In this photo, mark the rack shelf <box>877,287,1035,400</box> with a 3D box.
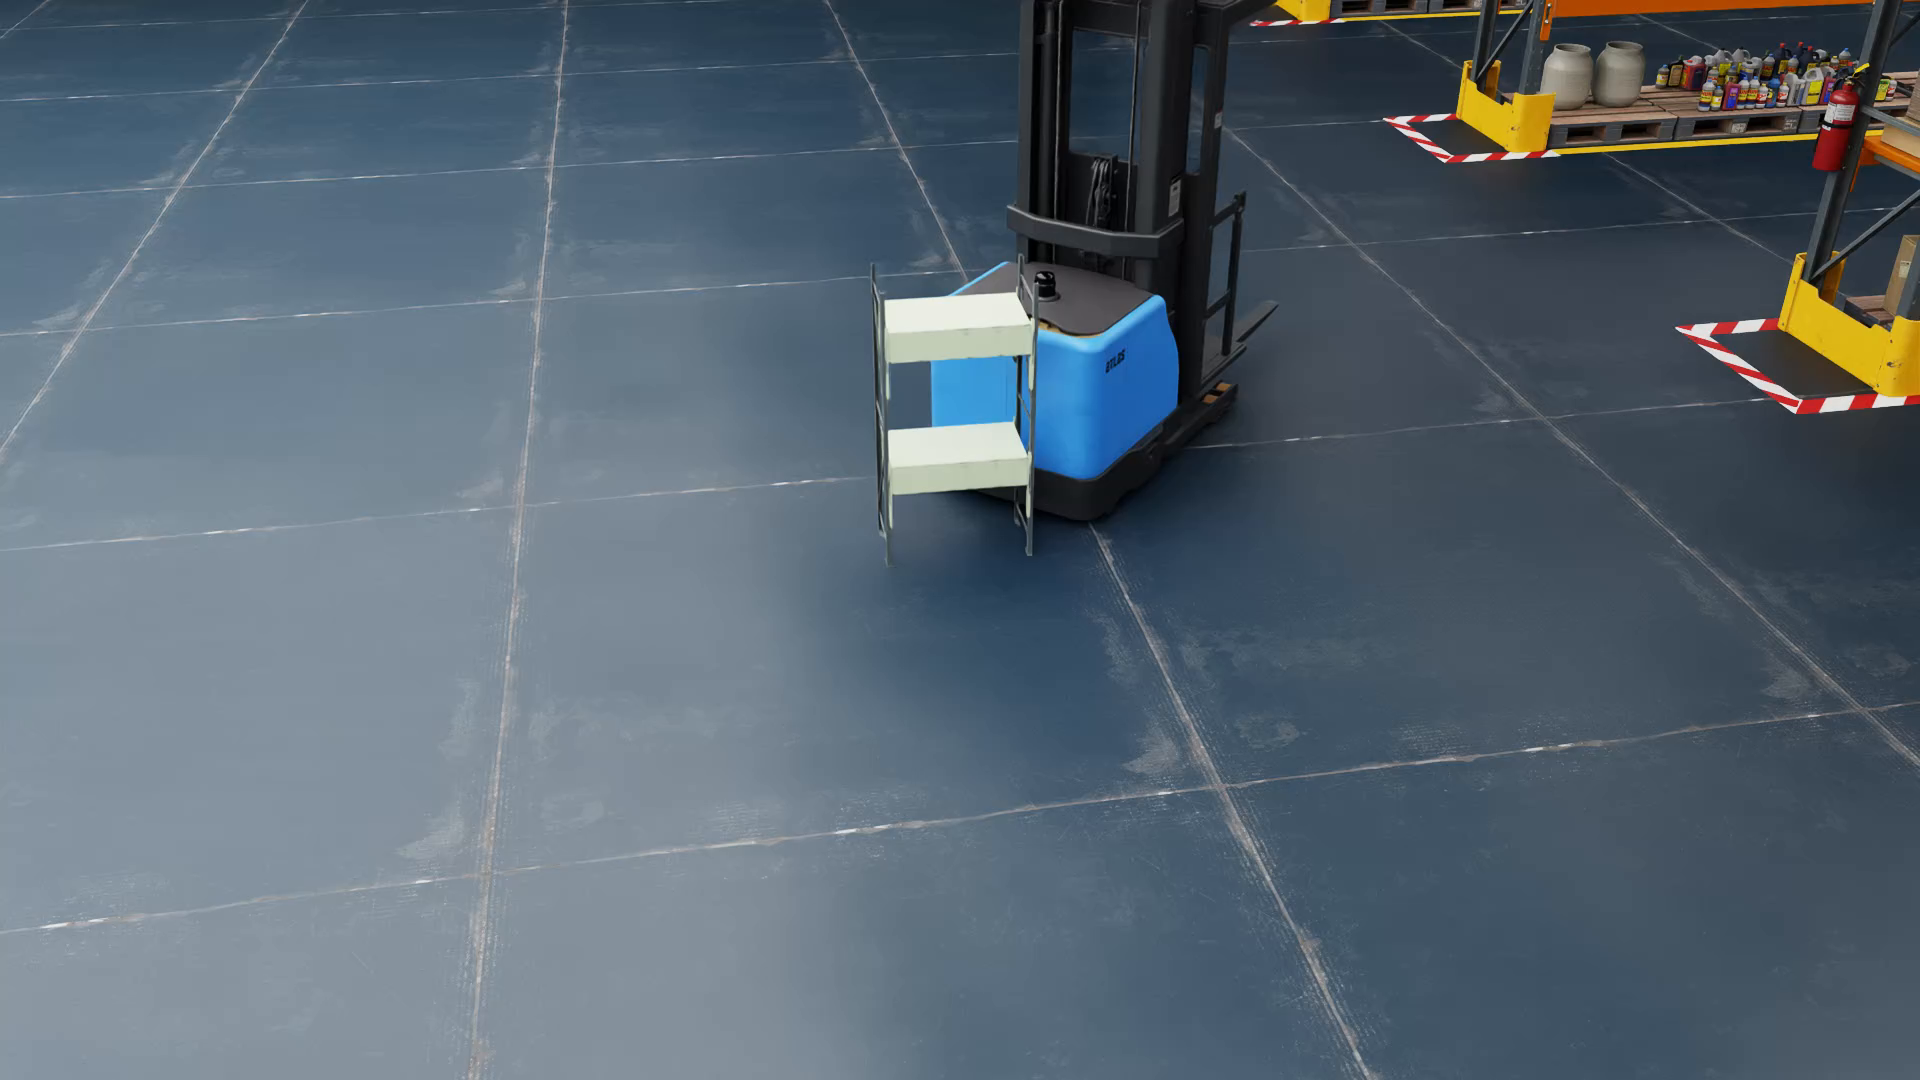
[{"bbox_3d":[-0.031,-0.967,8.146,0.720,0.370,0.431,-5,31,-8],"label":"rack shelf"}]

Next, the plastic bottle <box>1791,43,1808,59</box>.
[{"bbox_3d":[7.865,-4.482,15.593,0.185,0.351,0.144,-4,31,-8],"label":"plastic bottle"}]

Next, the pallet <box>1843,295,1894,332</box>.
[{"bbox_3d":[6.572,-1.328,10.801,1.213,0.211,1.003,-5,31,-9],"label":"pallet"}]

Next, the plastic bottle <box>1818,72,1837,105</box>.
[{"bbox_3d":[7.811,-4.065,14.949,0.133,0.283,0.061,-3,31,-6],"label":"plastic bottle"}]

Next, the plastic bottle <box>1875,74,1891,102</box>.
[{"bbox_3d":[8.320,-4.112,15.029,0.133,0.283,0.061,-4,31,-6],"label":"plastic bottle"}]

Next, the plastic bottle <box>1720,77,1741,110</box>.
[{"bbox_3d":[6.865,-3.977,14.800,0.133,0.283,0.061,-5,31,-8],"label":"plastic bottle"}]

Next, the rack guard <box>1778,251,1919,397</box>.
[{"bbox_3d":[5.766,-1.396,10.631,0.348,0.500,1.175,-5,31,-9],"label":"rack guard"}]

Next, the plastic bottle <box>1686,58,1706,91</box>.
[{"bbox_3d":[6.799,-4.298,15.345,0.133,0.283,0.061,-5,31,-9],"label":"plastic bottle"}]

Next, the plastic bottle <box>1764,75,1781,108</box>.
[{"bbox_3d":[7.274,-4.019,14.883,0.097,0.271,0.097,0,30,0],"label":"plastic bottle"}]

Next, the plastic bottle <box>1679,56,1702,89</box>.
[{"bbox_3d":[6.780,-4.347,15.437,0.135,0.276,0.152,-5,31,-9],"label":"plastic bottle"}]

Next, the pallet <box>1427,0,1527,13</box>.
[{"bbox_3d":[5.853,-6.405,19.434,1.213,0.211,1.003,-5,31,-9],"label":"pallet"}]

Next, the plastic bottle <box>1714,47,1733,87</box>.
[{"bbox_3d":[7.078,-4.409,15.469,0.185,0.351,0.144,-4,31,-7],"label":"plastic bottle"}]

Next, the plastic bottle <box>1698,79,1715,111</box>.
[{"bbox_3d":[6.639,-3.960,14.783,0.097,0.271,0.097,0,30,0],"label":"plastic bottle"}]

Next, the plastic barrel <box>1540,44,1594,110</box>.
[{"bbox_3d":[5.433,-4.143,14.877,0.421,0.512,0.421,0,30,0],"label":"plastic barrel"}]

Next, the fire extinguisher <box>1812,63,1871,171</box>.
[{"bbox_3d":[5.496,-2.653,10.379,0.183,0.674,0.296,-5,31,-9],"label":"fire extinguisher"}]

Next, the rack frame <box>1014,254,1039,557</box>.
[{"bbox_3d":[0.330,-0.660,8.393,0.023,1.500,0.400,-5,31,-8],"label":"rack frame"}]

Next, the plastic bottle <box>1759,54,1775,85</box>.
[{"bbox_3d":[7.542,-4.399,15.529,0.097,0.271,0.097,0,30,0],"label":"plastic bottle"}]

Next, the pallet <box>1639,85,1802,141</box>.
[{"bbox_3d":[6.863,-3.946,15.252,1.213,0.211,1.003,-5,31,-9],"label":"pallet"}]

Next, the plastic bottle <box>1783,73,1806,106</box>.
[{"bbox_3d":[7.485,-4.055,14.939,0.135,0.276,0.152,-5,31,-8],"label":"plastic bottle"}]

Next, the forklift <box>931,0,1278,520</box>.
[{"bbox_3d":[1.028,-2.077,9.390,1.130,2.935,3.031,17,35,27],"label":"forklift"}]

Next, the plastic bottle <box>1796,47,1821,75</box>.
[{"bbox_3d":[7.891,-4.411,15.471,0.185,0.351,0.144,-5,31,-9],"label":"plastic bottle"}]

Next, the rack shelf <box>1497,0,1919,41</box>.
[{"bbox_3d":[6.767,-4.809,14.679,4.000,0.370,1.077,-5,31,-9],"label":"rack shelf"}]

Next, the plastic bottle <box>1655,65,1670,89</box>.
[{"bbox_3d":[6.527,-4.306,15.440,0.097,0.201,0.097,0,30,0],"label":"plastic bottle"}]

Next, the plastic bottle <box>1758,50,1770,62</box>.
[{"bbox_3d":[7.510,-4.442,15.591,0.133,0.283,0.061,-4,31,-7],"label":"plastic bottle"}]

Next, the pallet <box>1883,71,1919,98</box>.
[{"bbox_3d":[9.499,-4.191,15.668,1.213,0.211,1.003,-5,31,-9],"label":"pallet"}]

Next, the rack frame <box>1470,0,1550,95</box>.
[{"bbox_3d":[4.799,-4.936,14.186,0.127,3.000,1.000,-5,31,-9],"label":"rack frame"}]

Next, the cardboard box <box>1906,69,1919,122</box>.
[{"bbox_3d":[6.237,-2.675,9.947,0.500,0.500,0.875,-5,31,-9],"label":"cardboard box"}]

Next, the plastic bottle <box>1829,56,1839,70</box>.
[{"bbox_3d":[8.242,-4.465,15.711,0.097,0.201,0.097,0,30,0],"label":"plastic bottle"}]

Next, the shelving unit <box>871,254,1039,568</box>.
[{"bbox_3d":[-0.031,-0.631,8.344,0.755,1.500,0.431,-5,31,-8],"label":"shelving unit"}]

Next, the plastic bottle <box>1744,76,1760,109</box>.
[{"bbox_3d":[7.074,-4.000,14.852,0.097,0.271,0.097,0,30,0],"label":"plastic bottle"}]

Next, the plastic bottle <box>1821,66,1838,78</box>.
[{"bbox_3d":[7.912,-4.169,15.133,0.135,0.276,0.152,-5,31,-9],"label":"plastic bottle"}]

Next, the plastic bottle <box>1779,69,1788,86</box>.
[{"bbox_3d":[7.466,-4.111,15.028,0.133,0.283,0.061,-5,31,-9],"label":"plastic bottle"}]

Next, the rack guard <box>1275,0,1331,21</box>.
[{"bbox_3d":[3.887,-6.327,19.016,0.348,0.500,1.175,-5,31,-9],"label":"rack guard"}]

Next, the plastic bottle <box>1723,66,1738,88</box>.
[{"bbox_3d":[7.143,-4.289,15.411,0.097,0.201,0.097,0,30,0],"label":"plastic bottle"}]
